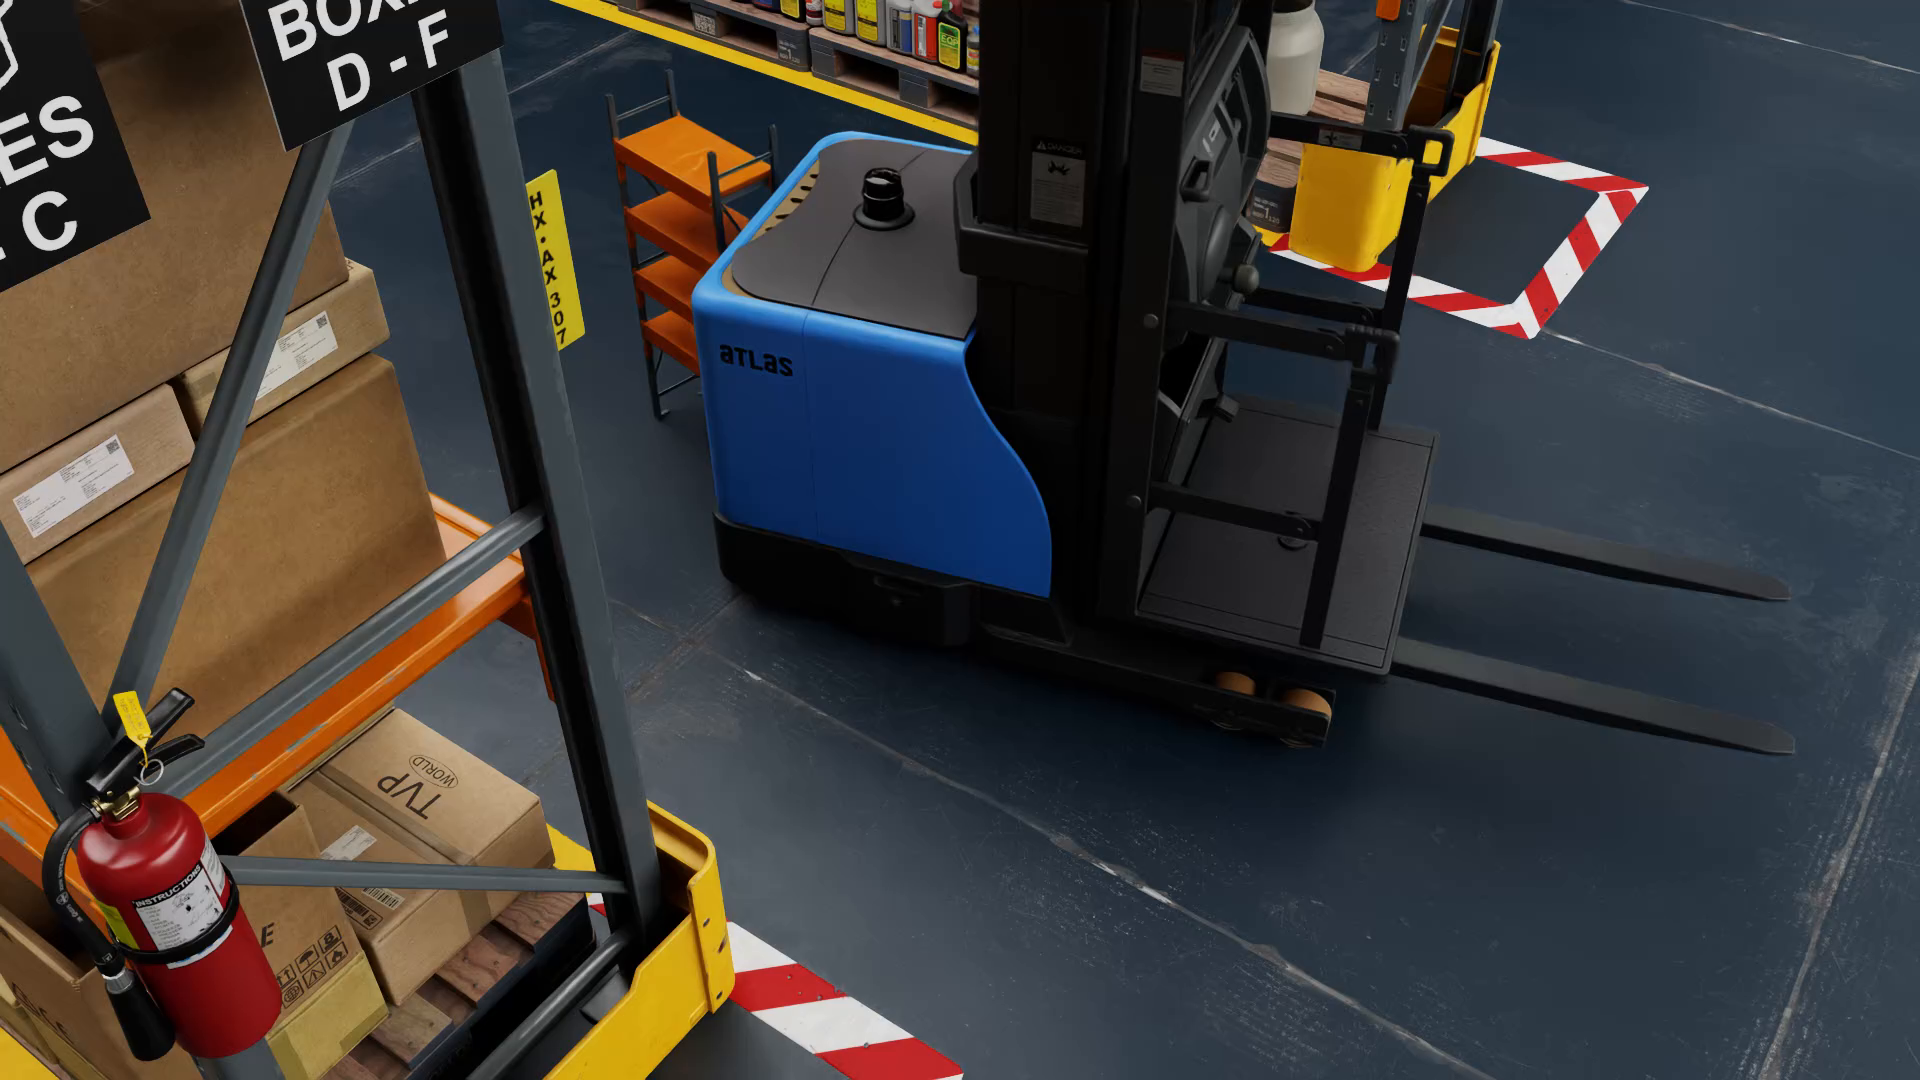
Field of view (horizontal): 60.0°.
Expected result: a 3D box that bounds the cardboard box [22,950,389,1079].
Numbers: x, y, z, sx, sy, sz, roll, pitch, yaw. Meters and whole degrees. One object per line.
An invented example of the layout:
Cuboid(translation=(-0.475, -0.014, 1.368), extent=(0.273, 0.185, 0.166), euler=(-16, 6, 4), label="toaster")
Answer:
Cuboid(translation=(-1.626, 1.016, 3.612), extent=(0.500, 0.250, 0.500), euler=(25, 48, 25), label="cardboard box")

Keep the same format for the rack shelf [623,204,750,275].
Cuboid(translation=(-0.791, -0.924, 5.148), extent=(0.258, 0.148, 0.480), euler=(-33, 51, -31), label="rack shelf")

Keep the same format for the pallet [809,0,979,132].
Cuboid(translation=(0.084, -2.256, 7.613), extent=(1.213, 0.211, 1.003), euler=(25, 48, 25), label="pallet")

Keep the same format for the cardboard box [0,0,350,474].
Cuboid(translation=(-1.436, -0.535, 2.550), extent=(0.500, 0.500, 0.700), euler=(25, 48, 25), label="cardboard box")

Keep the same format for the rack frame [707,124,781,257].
Cuboid(translation=(-0.620, -0.691, 5.122), extent=(0.240, 1.200, 0.015), euler=(-33, 51, -31), label="rack frame")

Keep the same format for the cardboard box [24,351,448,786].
Cuboid(translation=(-1.392, -0.031, 2.960), extent=(0.500, 0.500, 0.700), euler=(25, 48, 25), label="cardboard box")

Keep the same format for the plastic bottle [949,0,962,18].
Cuboid(translation=(-0.056, -2.296, 7.274), extent=(0.133, 0.283, 0.061), euler=(25, 48, 25), label="plastic bottle")

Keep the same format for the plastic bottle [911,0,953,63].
Cuboid(translation=(-0.116, -2.235, 7.211), extent=(0.135, 0.276, 0.152), euler=(25, 48, 26), label="plastic bottle")

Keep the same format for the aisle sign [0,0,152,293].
Cuboid(translation=(-1.132, -0.591, 1.712), extent=(0.004, 0.787, 0.394), euler=(25, 48, 25), label="aisle sign")

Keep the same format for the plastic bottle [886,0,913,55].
Cuboid(translation=(-0.230, -2.288, 7.270), extent=(0.135, 0.276, 0.152), euler=(24, 47, 24), label="plastic bottle")

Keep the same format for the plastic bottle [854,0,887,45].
Cuboid(translation=(-0.368, -2.377, 7.314), extent=(0.185, 0.351, 0.144), euler=(27, 48, 27), label="plastic bottle")

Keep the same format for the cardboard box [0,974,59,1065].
Cuboid(translation=(-2.042, 0.831, 3.818), extent=(0.500, 0.250, 0.500), euler=(25, 48, 25), label="cardboard box")

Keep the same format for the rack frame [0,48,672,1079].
Cuboid(translation=(-1.017, 0.192, 2.786), extent=(0.127, 3.000, 1.000), euler=(25, 48, 25), label="rack frame")

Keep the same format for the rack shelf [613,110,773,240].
Cuboid(translation=(-0.791, -1.100, 4.990), extent=(0.258, 0.148, 0.480), euler=(-33, 51, -31), label="rack shelf")

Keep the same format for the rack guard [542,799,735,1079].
Cuboid(translation=(-0.998, 1.133, 3.609), extent=(0.348, 0.500, 1.175), euler=(25, 48, 25), label="rack guard")

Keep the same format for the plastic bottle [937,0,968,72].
Cuboid(translation=(-0.032, -2.161, 7.123), extent=(0.133, 0.283, 0.061), euler=(26, 48, 26), label="plastic bottle")

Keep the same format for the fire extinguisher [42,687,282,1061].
Cuboid(translation=(-1.187, 0.520, 2.478), extent=(0.183, 0.674, 0.296), euler=(25, 48, 25), label="fire extinguisher")

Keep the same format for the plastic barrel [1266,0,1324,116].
Cuboid(translation=(1.247, -1.950, 6.731), extent=(0.421, 0.512, 0.421), euler=(0, 42, 0), label="plastic barrel")

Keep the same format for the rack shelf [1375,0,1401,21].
Cuboid(translation=(0.192, -3.008, 6.902), extent=(4.000, 0.370, 1.077), euler=(25, 48, 25), label="rack shelf")

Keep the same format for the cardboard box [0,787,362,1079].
Cuboid(translation=(-1.627, 0.738, 3.360), extent=(0.500, 0.500, 0.500), euler=(25, 48, 25), label="cardboard box")

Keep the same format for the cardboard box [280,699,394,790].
Cuboid(translation=(-1.739, 0.264, 3.891), extent=(0.500, 0.500, 0.500), euler=(25, 48, 25), label="cardboard box")

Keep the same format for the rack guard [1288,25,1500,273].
Cuboid(translation=(1.741, -1.583, 6.644), extent=(0.348, 0.500, 1.175), euler=(25, 48, 25), label="rack guard")

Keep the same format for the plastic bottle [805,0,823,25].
Cuboid(translation=(-0.650, -2.434, 7.490), extent=(0.097, 0.201, 0.097), euler=(0, 42, 0), label="plastic bottle")

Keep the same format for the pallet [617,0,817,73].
Cuboid(translation=(-0.919, -2.723, 8.135), extent=(1.213, 0.211, 1.003), euler=(25, 48, 25), label="pallet")

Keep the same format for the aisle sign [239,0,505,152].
Cuboid(translation=(-0.788, -0.919, 2.078), extent=(0.004, 0.787, 0.394), euler=(25, 48, 25), label="aisle sign")

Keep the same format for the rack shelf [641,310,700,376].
Cuboid(translation=(-0.791, -0.609, 5.429), extent=(0.258, 0.148, 0.480), euler=(-33, 51, -31), label="rack shelf")

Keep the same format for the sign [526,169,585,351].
Cuboid(translation=(-0.694, -0.461, 2.807), extent=(0.005, 0.325, 0.100), euler=(25, 48, 25), label="sign")

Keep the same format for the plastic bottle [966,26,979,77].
Cuboid(translation=(0.074, -2.096, 7.111), extent=(0.097, 0.201, 0.097), euler=(0, 42, 0), label="plastic bottle")

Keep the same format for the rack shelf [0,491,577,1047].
Cuboid(translation=(-2.655, -0.306, 3.881), extent=(4.000, 0.370, 1.077), euler=(25, 48, 25), label="rack shelf")

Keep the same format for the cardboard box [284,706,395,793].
Cuboid(translation=(-1.740, 0.544, 4.139), extent=(0.500, 0.250, 0.500), euler=(25, 48, 25), label="cardboard box")

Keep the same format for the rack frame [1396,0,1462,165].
Cuboid(translation=(1.832, -2.512, 5.808), extent=(0.053, 2.616, 0.949), euler=(25, 48, 25), label="rack frame")

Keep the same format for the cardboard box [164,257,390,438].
Cuboid(translation=(-1.215, -0.355, 2.835), extent=(0.250, 0.149, 0.380), euler=(25, 47, 25), label="cardboard box")

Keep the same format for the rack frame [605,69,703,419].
Cuboid(translation=(-0.961, -0.923, 5.382), extent=(0.240, 1.200, 0.015), euler=(-33, 51, -31), label="rack frame")

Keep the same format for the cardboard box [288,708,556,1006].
Cuboid(translation=(-1.329, 0.734, 3.928), extent=(0.500, 0.250, 0.500), euler=(25, 48, 25), label="cardboard box")

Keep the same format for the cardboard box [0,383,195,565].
Cuboid(translation=(-1.440, -0.129, 2.583), extent=(0.250, 0.149, 0.380), euler=(24, 47, 25), label="cardboard box")

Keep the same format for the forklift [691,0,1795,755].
Cuboid(translation=(-0.086, -2.614, 5.398), extent=(6.186, 3.703, 4.498), euler=(13, 43, 14), label="forklift")

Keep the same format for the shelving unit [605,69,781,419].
Cuboid(translation=(-0.791, -0.807, 5.252), extent=(0.258, 1.200, 0.503), euler=(-33, 51, -31), label="shelving unit")

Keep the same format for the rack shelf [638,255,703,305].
Cuboid(translation=(-0.791, -0.786, 5.271), extent=(0.221, 0.050, 0.457), euler=(-33, 51, -31), label="rack shelf")

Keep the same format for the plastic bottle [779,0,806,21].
Cuboid(translation=(-0.757, -2.500, 7.502), extent=(0.133, 0.283, 0.061), euler=(27, 48, 27), label="plastic bottle")

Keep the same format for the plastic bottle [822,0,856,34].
Cuboid(translation=(-0.520, -2.448, 7.393), extent=(0.185, 0.351, 0.144), euler=(25, 47, 25), label="plastic bottle")
